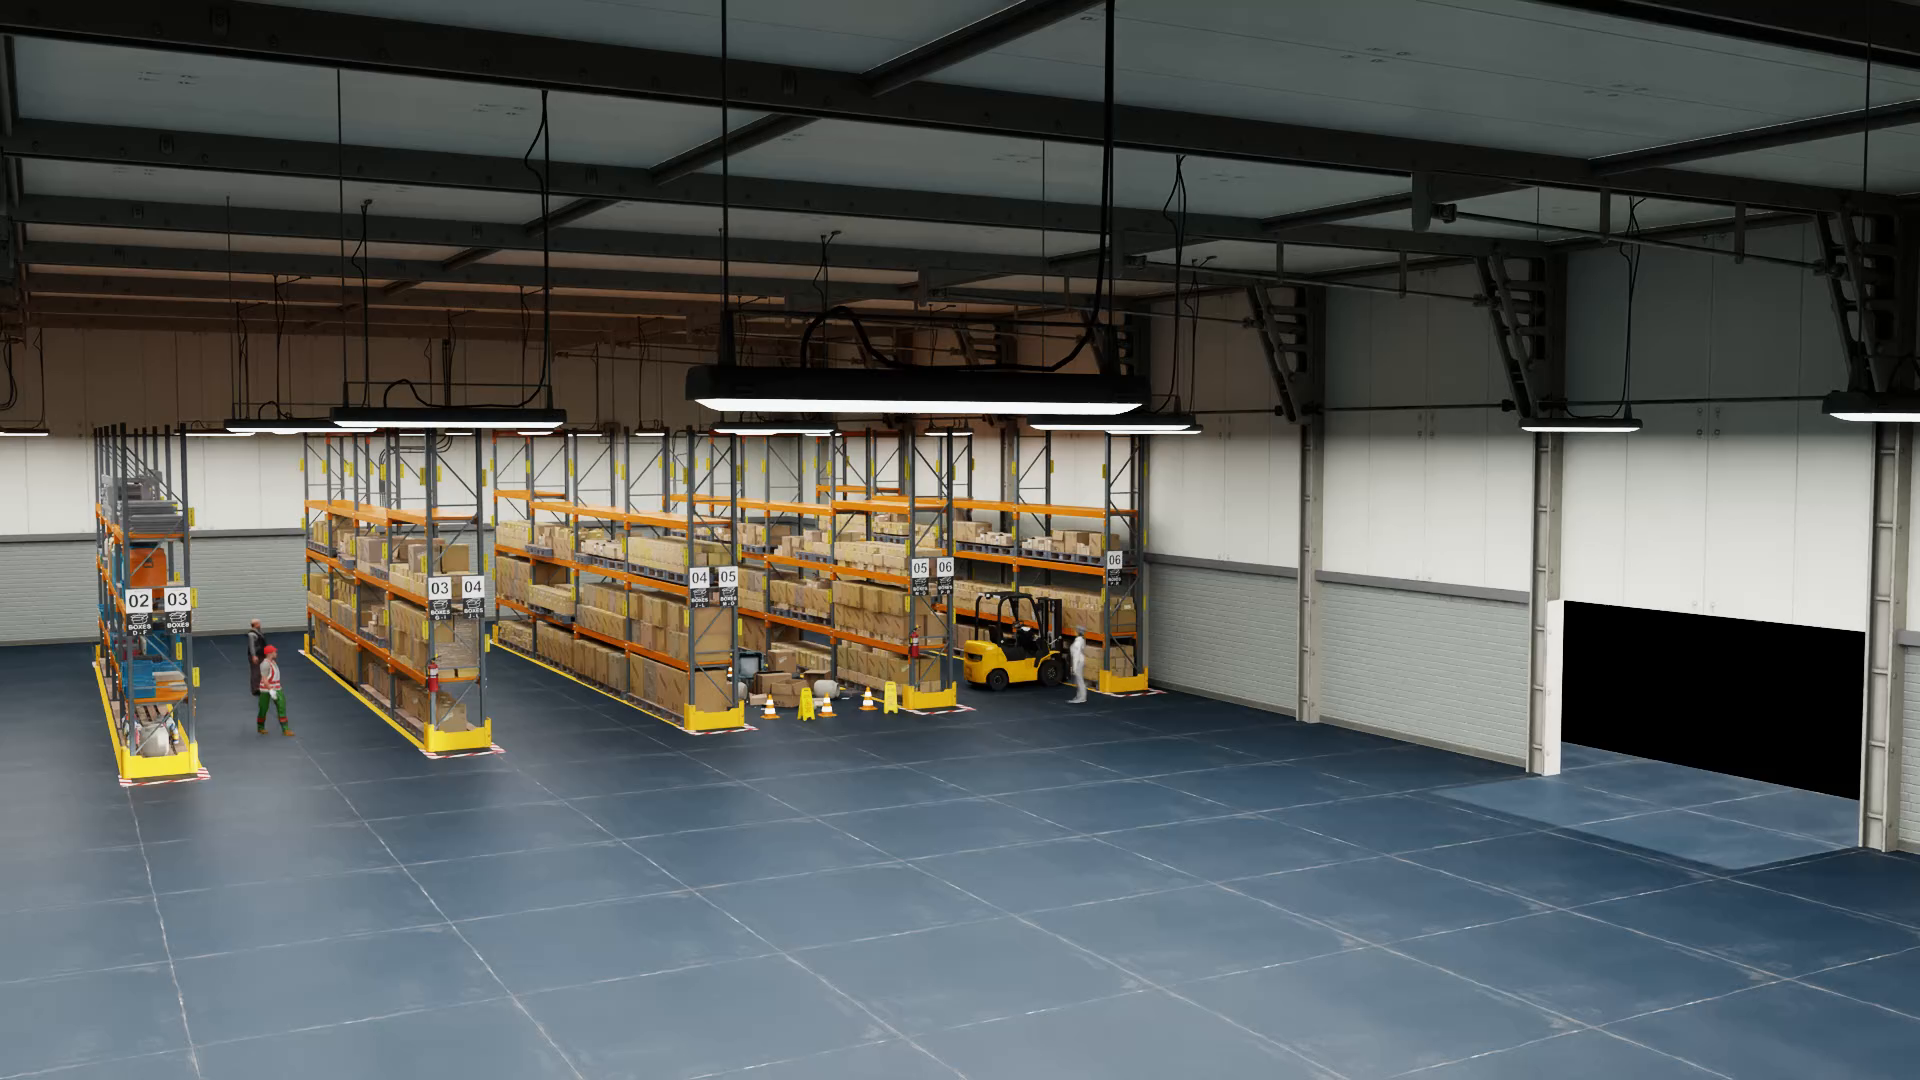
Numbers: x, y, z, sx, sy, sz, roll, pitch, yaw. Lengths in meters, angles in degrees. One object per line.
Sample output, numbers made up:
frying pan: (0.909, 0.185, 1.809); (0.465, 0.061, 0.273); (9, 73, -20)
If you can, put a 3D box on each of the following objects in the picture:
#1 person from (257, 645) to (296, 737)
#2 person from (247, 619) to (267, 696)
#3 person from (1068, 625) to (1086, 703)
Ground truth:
person: (-13.212, 2.891, 31.930); (1.006, 1.732, 0.473); (3, 5, 40)
person: (-15.730, 2.623, 37.221); (0.419, 1.736, 0.576); (1, 4, 15)
person: (2.546, 2.702, 36.174); (0.398, 1.717, 0.586); (0, 3, -1)
